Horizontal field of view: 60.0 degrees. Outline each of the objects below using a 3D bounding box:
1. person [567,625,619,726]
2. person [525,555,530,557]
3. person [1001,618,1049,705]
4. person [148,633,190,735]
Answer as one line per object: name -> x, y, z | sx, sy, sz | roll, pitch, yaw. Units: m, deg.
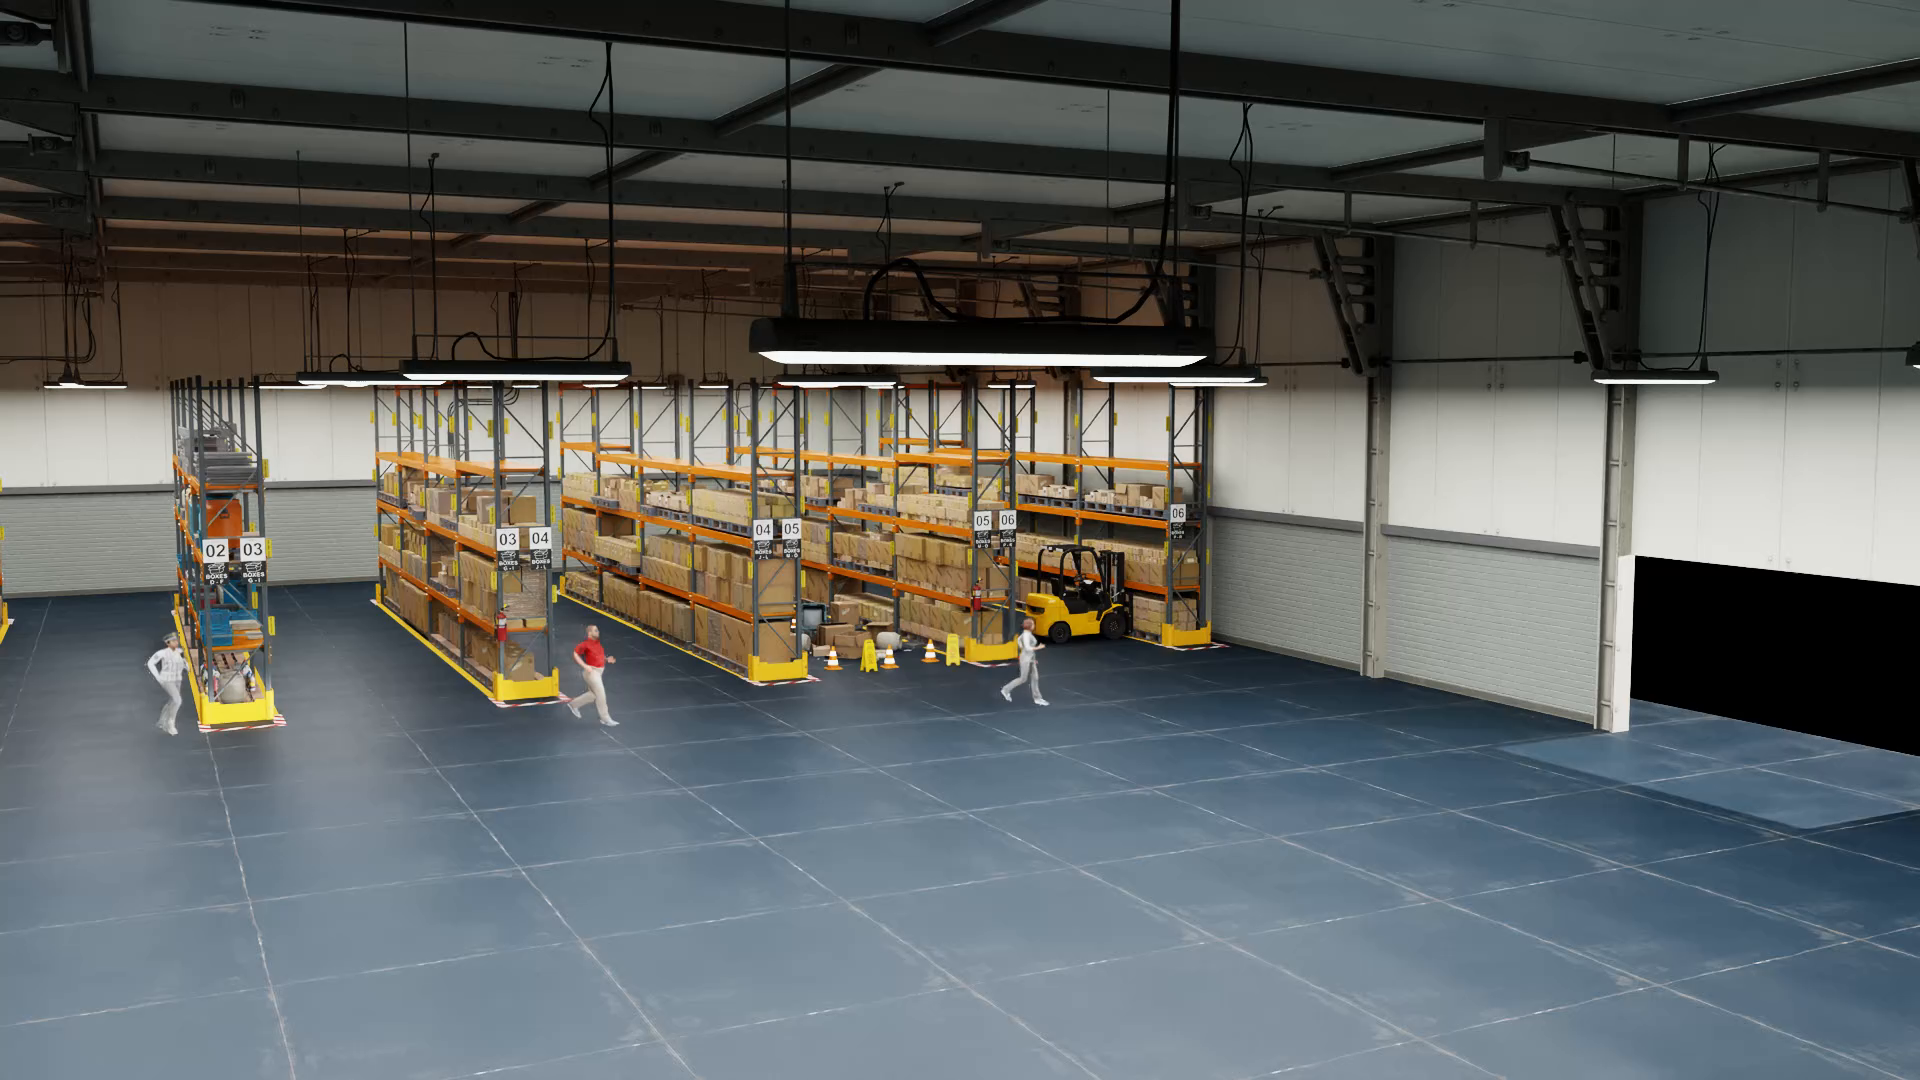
person -> -6.340, 2.327, 28.632 | 0.956, 1.738, 0.664 | 1, 5, 8
person -> -12.118, 0.717, 46.878 | 0.545, 1.757, 0.722 | -1, 5, -13
person -> 1.188, 2.211, 30.300 | 0.881, 1.586, 0.537 | 1, 5, 11
person -> -13.233, 2.410, 27.912 | 0.658, 1.739, 0.628 | 2, 5, 21
